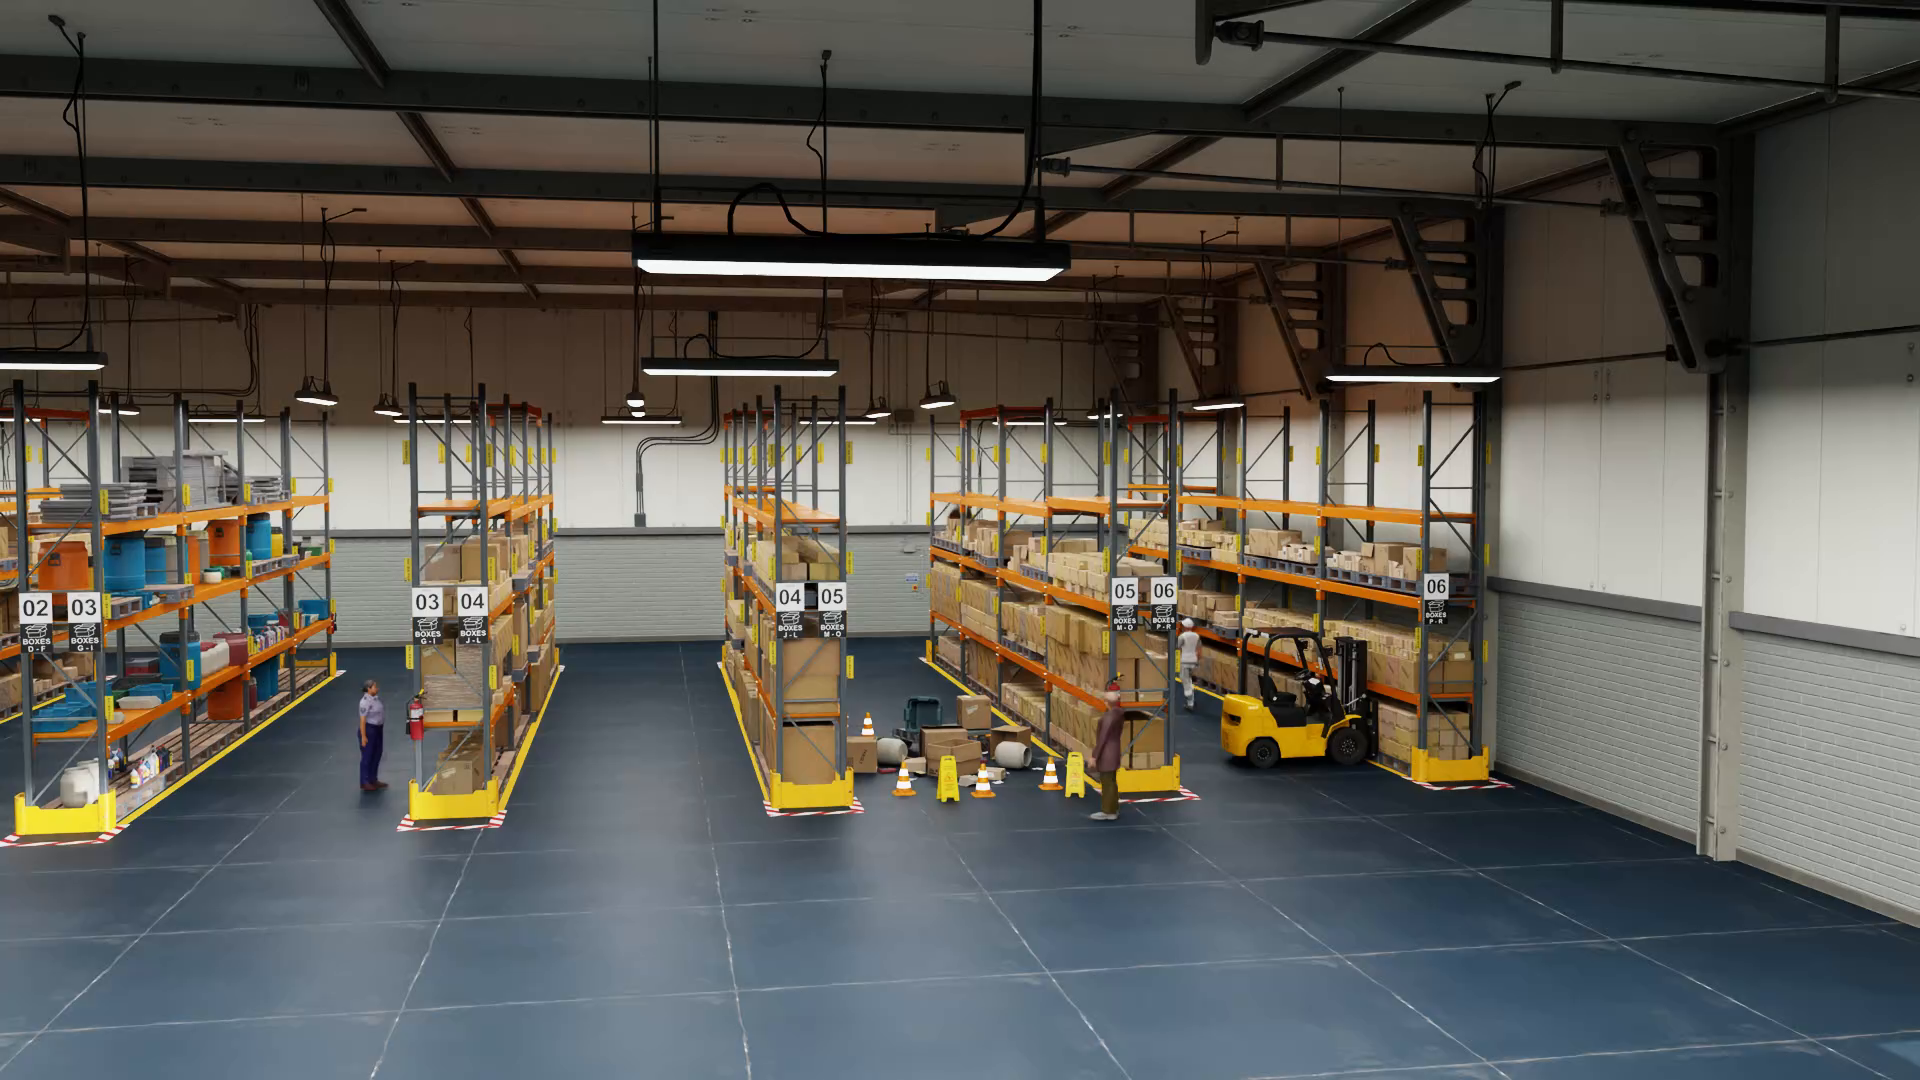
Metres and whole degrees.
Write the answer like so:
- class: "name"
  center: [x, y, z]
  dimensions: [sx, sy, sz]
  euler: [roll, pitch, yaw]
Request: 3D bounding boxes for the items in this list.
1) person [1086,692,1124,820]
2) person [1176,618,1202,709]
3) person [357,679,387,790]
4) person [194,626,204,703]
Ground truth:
- class: "person"
  center: [1.999, 2.956, 22.915]
  dimensions: [0.436, 1.782, 0.673]
  euler: [1, 3, 16]
- class: "person"
  center: [4.474, 2.443, 32.769]
  dimensions: [0.556, 1.821, 0.542]
  euler: [-1, 3, -25]
- class: "person"
  center: [-8.837, 2.914, 24.981]
  dimensions: [0.359, 1.657, 0.577]
  euler: [0, 3, 4]
- class: "person"
  center: [-15.533, 2.469, 33.612]
  dimensions: [0.450, 1.659, 0.563]
  euler: [-2, 3, -30]
